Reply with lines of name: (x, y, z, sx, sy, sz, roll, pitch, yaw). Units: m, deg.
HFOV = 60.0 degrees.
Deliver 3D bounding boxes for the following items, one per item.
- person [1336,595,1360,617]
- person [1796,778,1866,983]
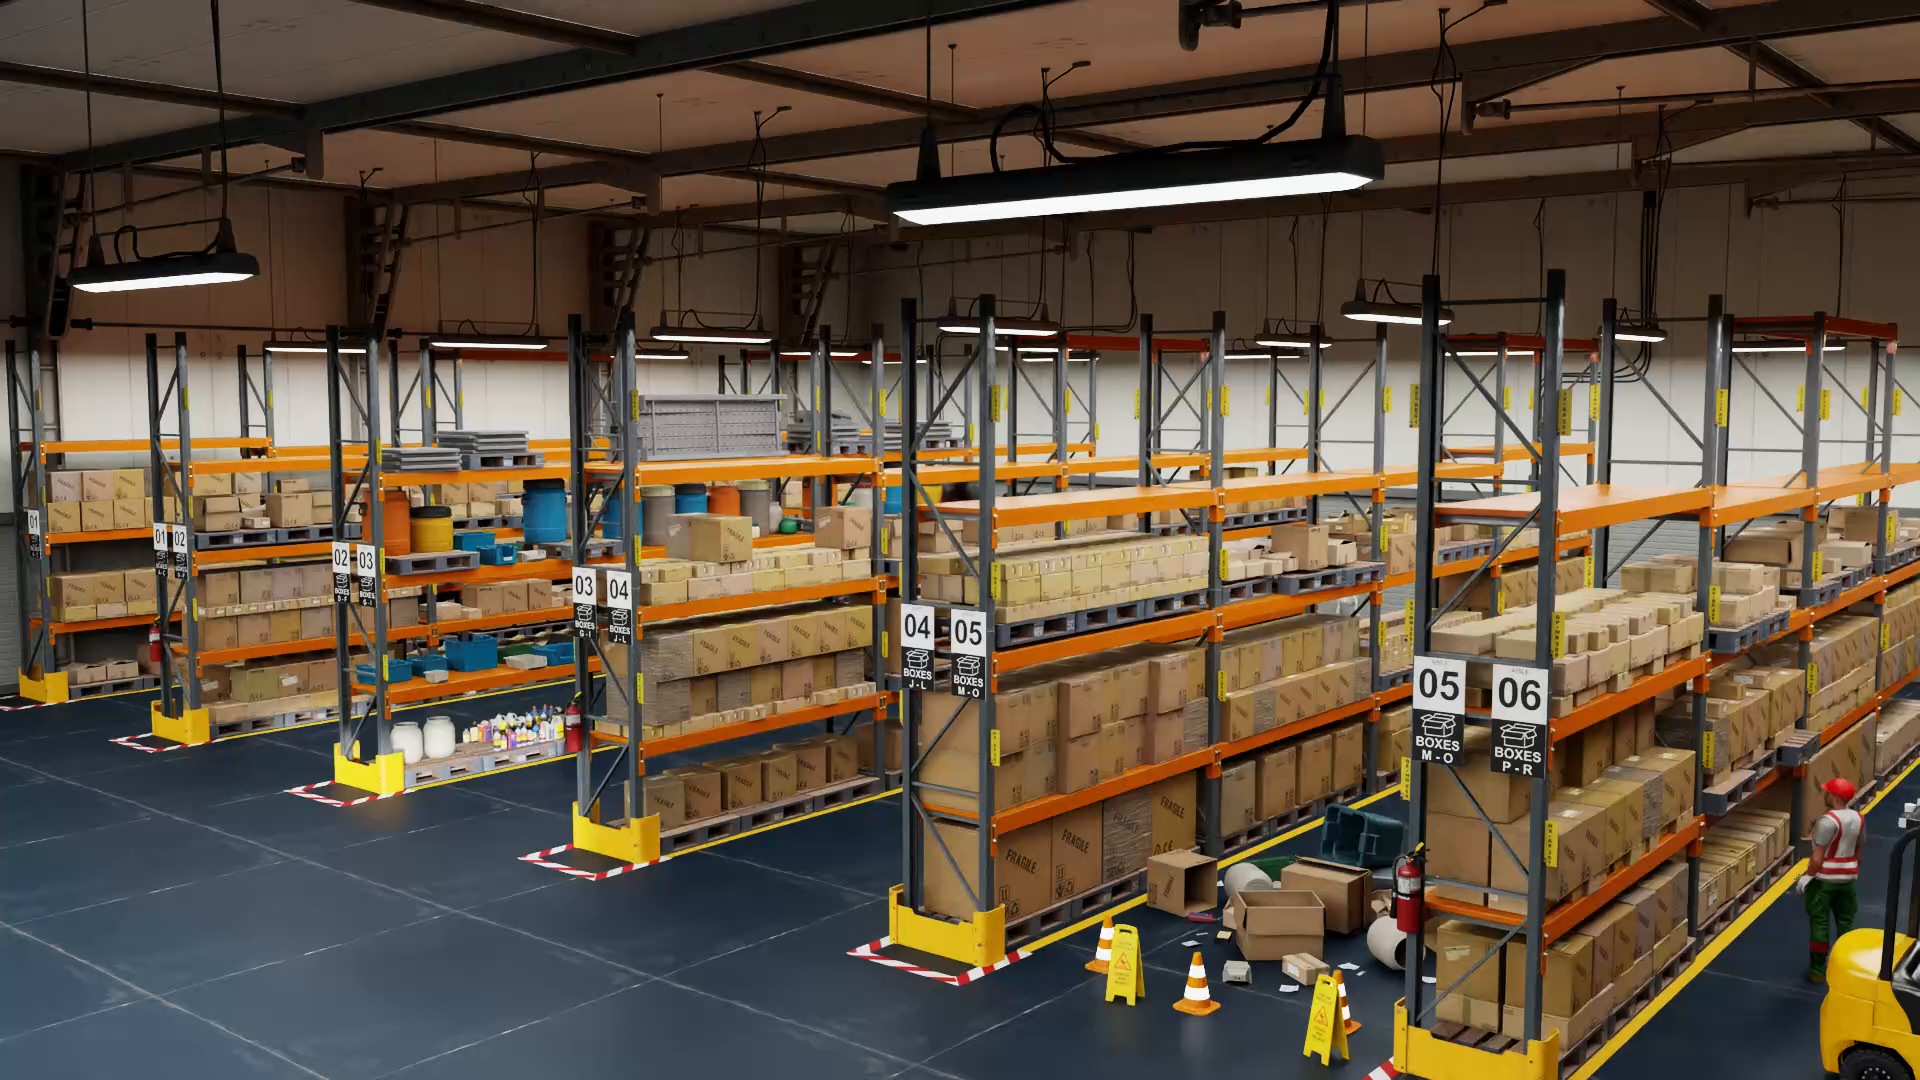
person: (7.317, 1.553, 31.358, 0.465, 1.621, 0.354, 1, 5, 11)
person: (7.631, 2.966, 14.593, 0.601, 1.797, 0.437, 0, 5, -4)
